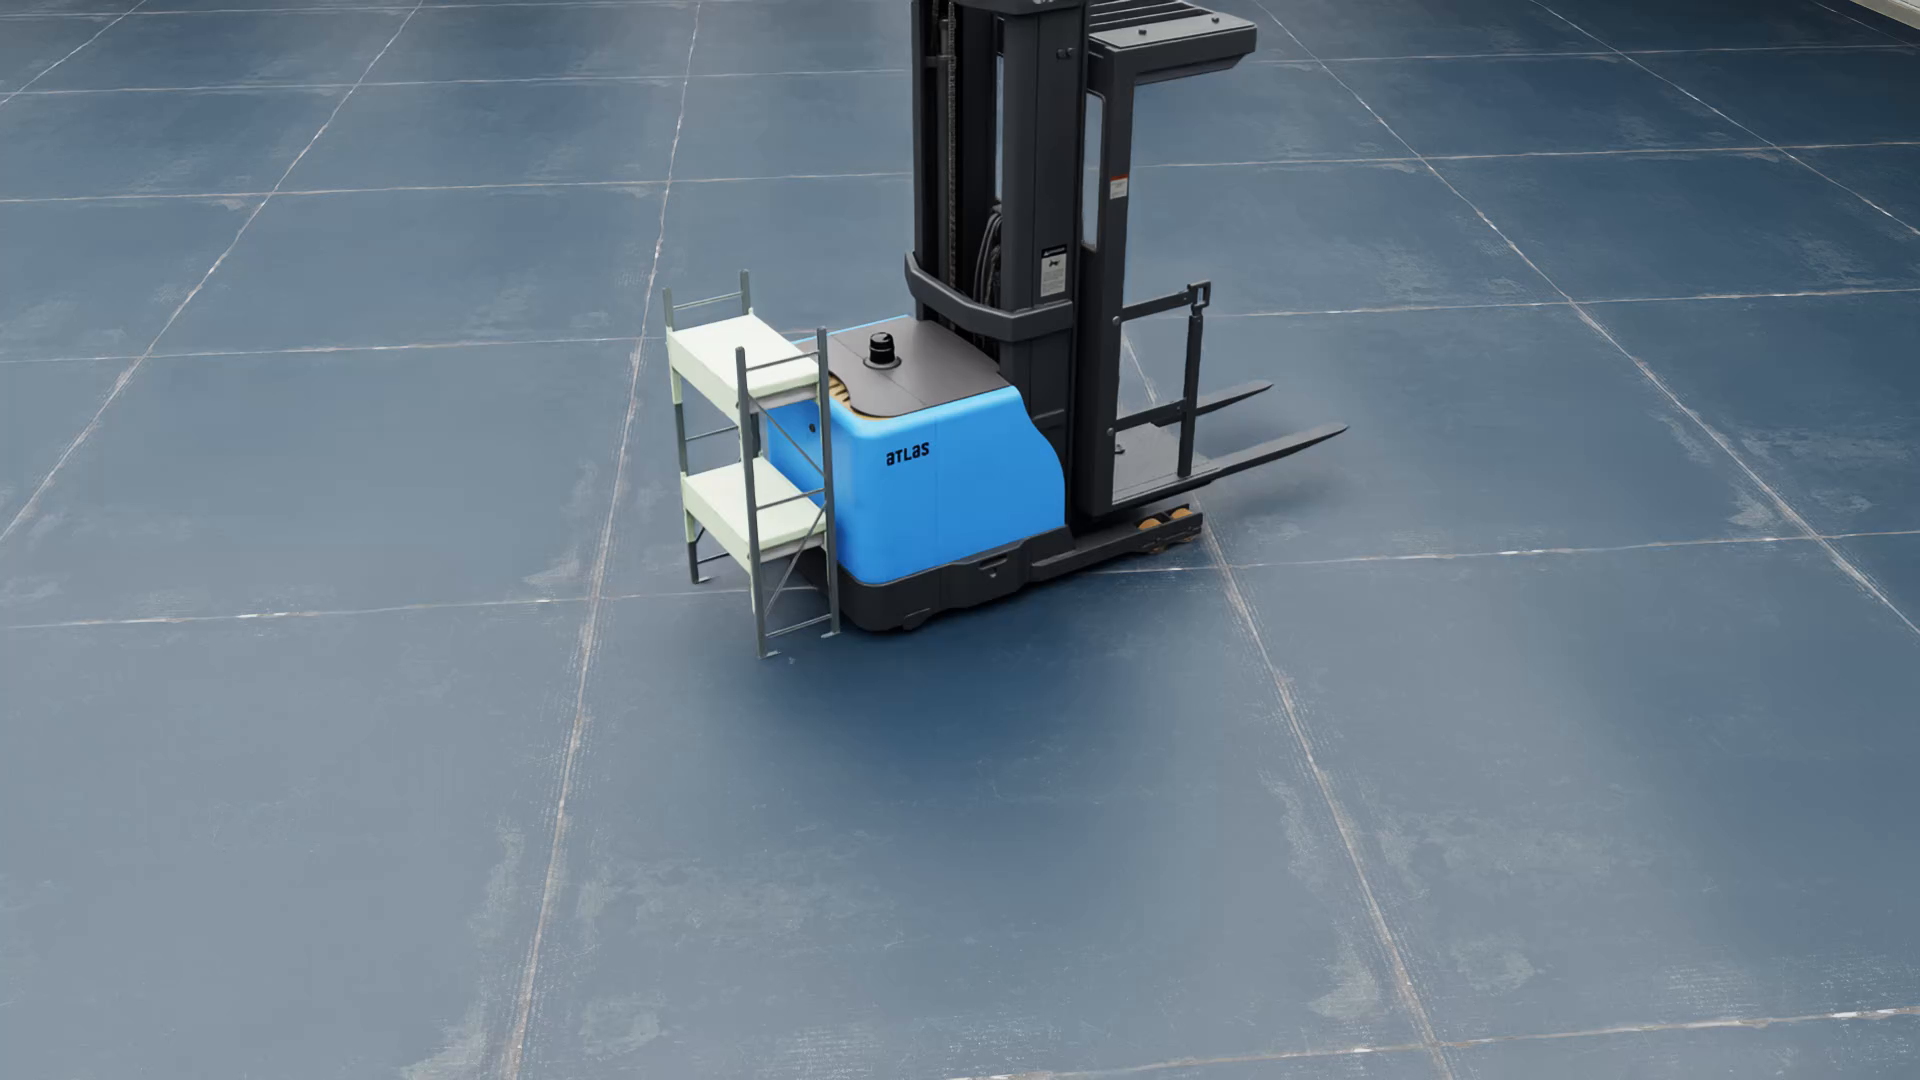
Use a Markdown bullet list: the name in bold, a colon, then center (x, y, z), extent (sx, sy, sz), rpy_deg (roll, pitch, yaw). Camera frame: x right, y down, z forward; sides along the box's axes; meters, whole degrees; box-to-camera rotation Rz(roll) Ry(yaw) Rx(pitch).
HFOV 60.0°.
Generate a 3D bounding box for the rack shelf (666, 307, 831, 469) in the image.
- **rack shelf**: center (-0.912, -0.665, 7.139), extent (0.431, 0.370, 0.720), rpy_deg (-18, 35, -27)

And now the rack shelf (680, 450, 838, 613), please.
- **rack shelf**: center (-0.912, -0.050, 7.507), extent (0.431, 0.370, 0.720), rpy_deg (-18, 35, -27)

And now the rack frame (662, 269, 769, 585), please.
- **rack frame**: center (-1.105, -0.489, 7.607), extent (0.400, 1.500, 0.023), rpy_deg (-18, 35, -27)

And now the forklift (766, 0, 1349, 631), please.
- **forklift**: center (0.602, -1.405, 7.745), extent (3.031, 2.935, 1.130), rpy_deg (-18, 35, -27)

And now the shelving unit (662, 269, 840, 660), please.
- **shelving unit**: center (-0.912, -0.330, 7.339), extent (0.431, 1.500, 0.755), rpy_deg (-18, 35, -27)

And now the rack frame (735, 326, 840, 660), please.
- **rack frame**: center (-0.719, -0.170, 7.072), extent (0.400, 1.500, 0.023), rpy_deg (-18, 35, -27)
